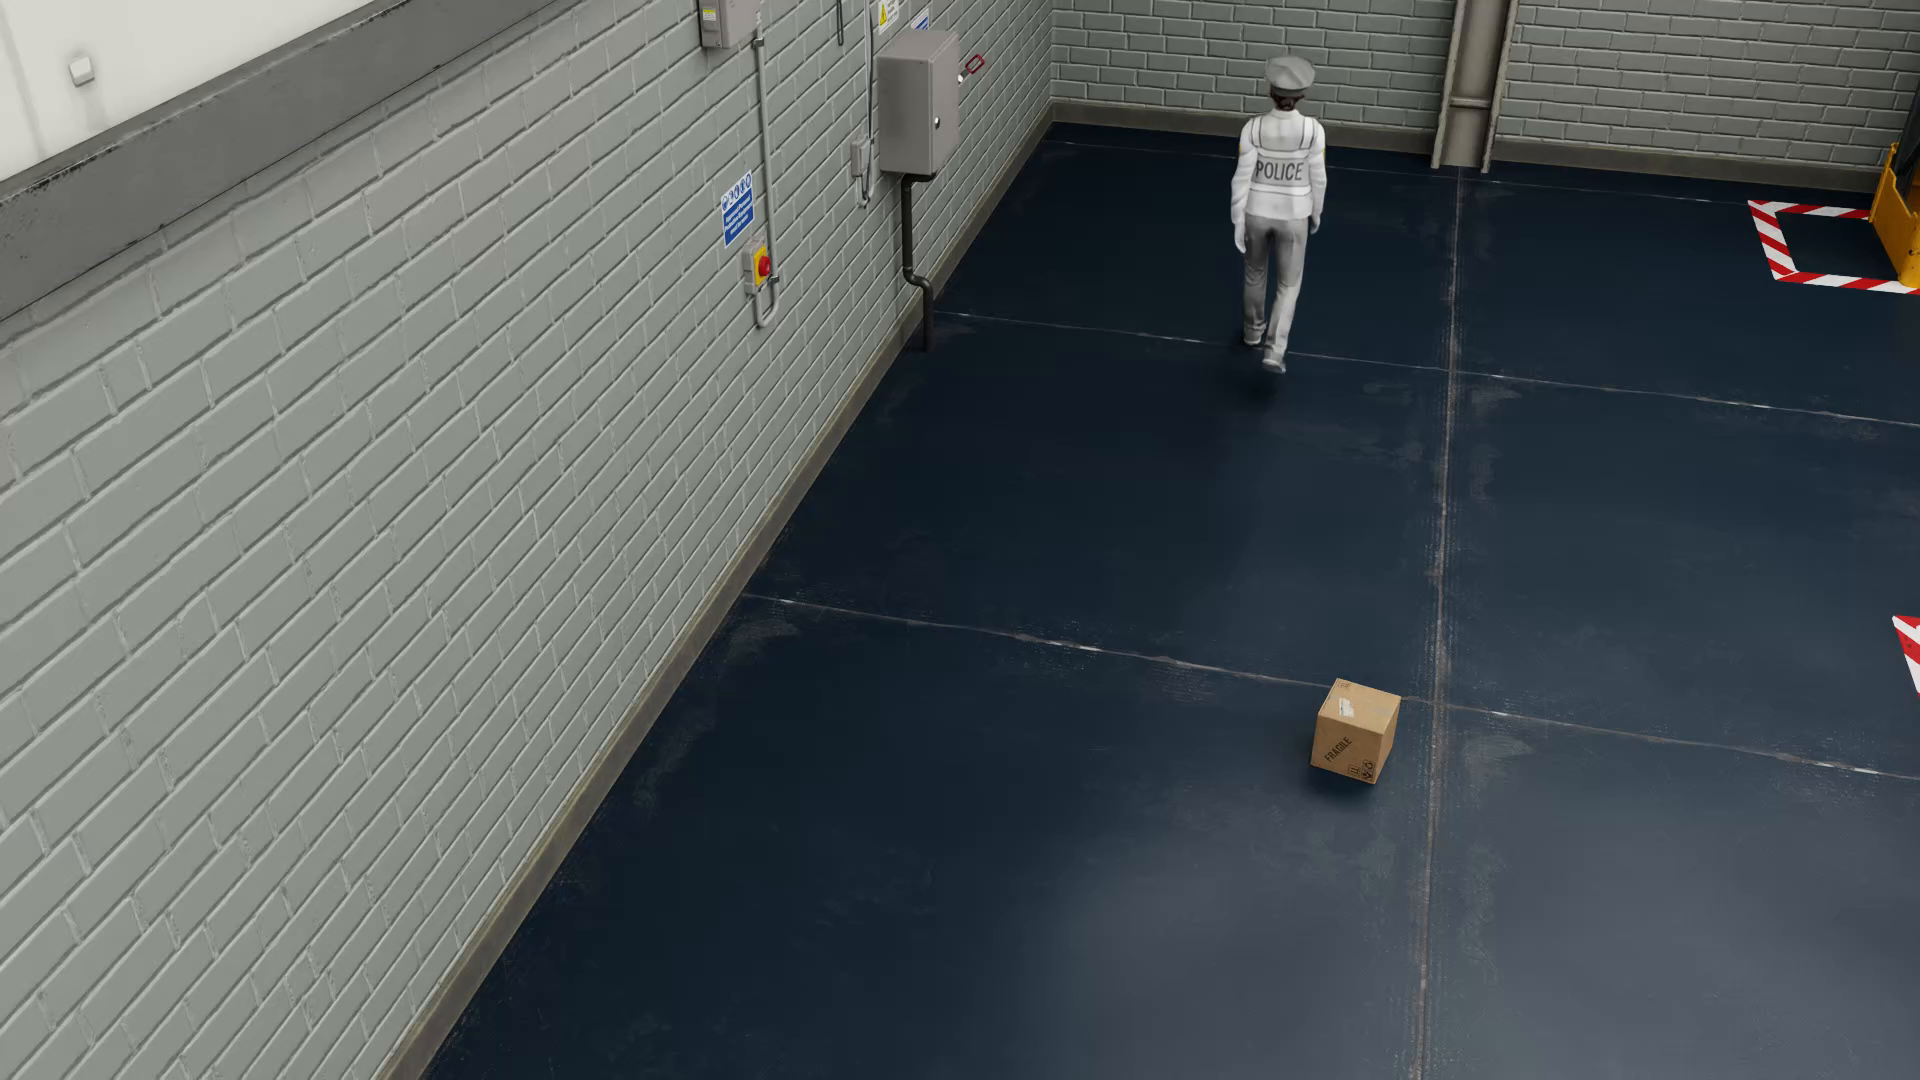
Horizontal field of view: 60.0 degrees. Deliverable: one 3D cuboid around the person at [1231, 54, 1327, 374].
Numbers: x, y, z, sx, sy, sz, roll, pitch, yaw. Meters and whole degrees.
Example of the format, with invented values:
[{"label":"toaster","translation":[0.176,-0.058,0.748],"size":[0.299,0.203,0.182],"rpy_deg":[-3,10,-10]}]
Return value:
[{"label":"person","translation":[1.647,-1.685,8.690],"size":[0.478,1.653,0.879],"rpy_deg":[9,34,13]}]
